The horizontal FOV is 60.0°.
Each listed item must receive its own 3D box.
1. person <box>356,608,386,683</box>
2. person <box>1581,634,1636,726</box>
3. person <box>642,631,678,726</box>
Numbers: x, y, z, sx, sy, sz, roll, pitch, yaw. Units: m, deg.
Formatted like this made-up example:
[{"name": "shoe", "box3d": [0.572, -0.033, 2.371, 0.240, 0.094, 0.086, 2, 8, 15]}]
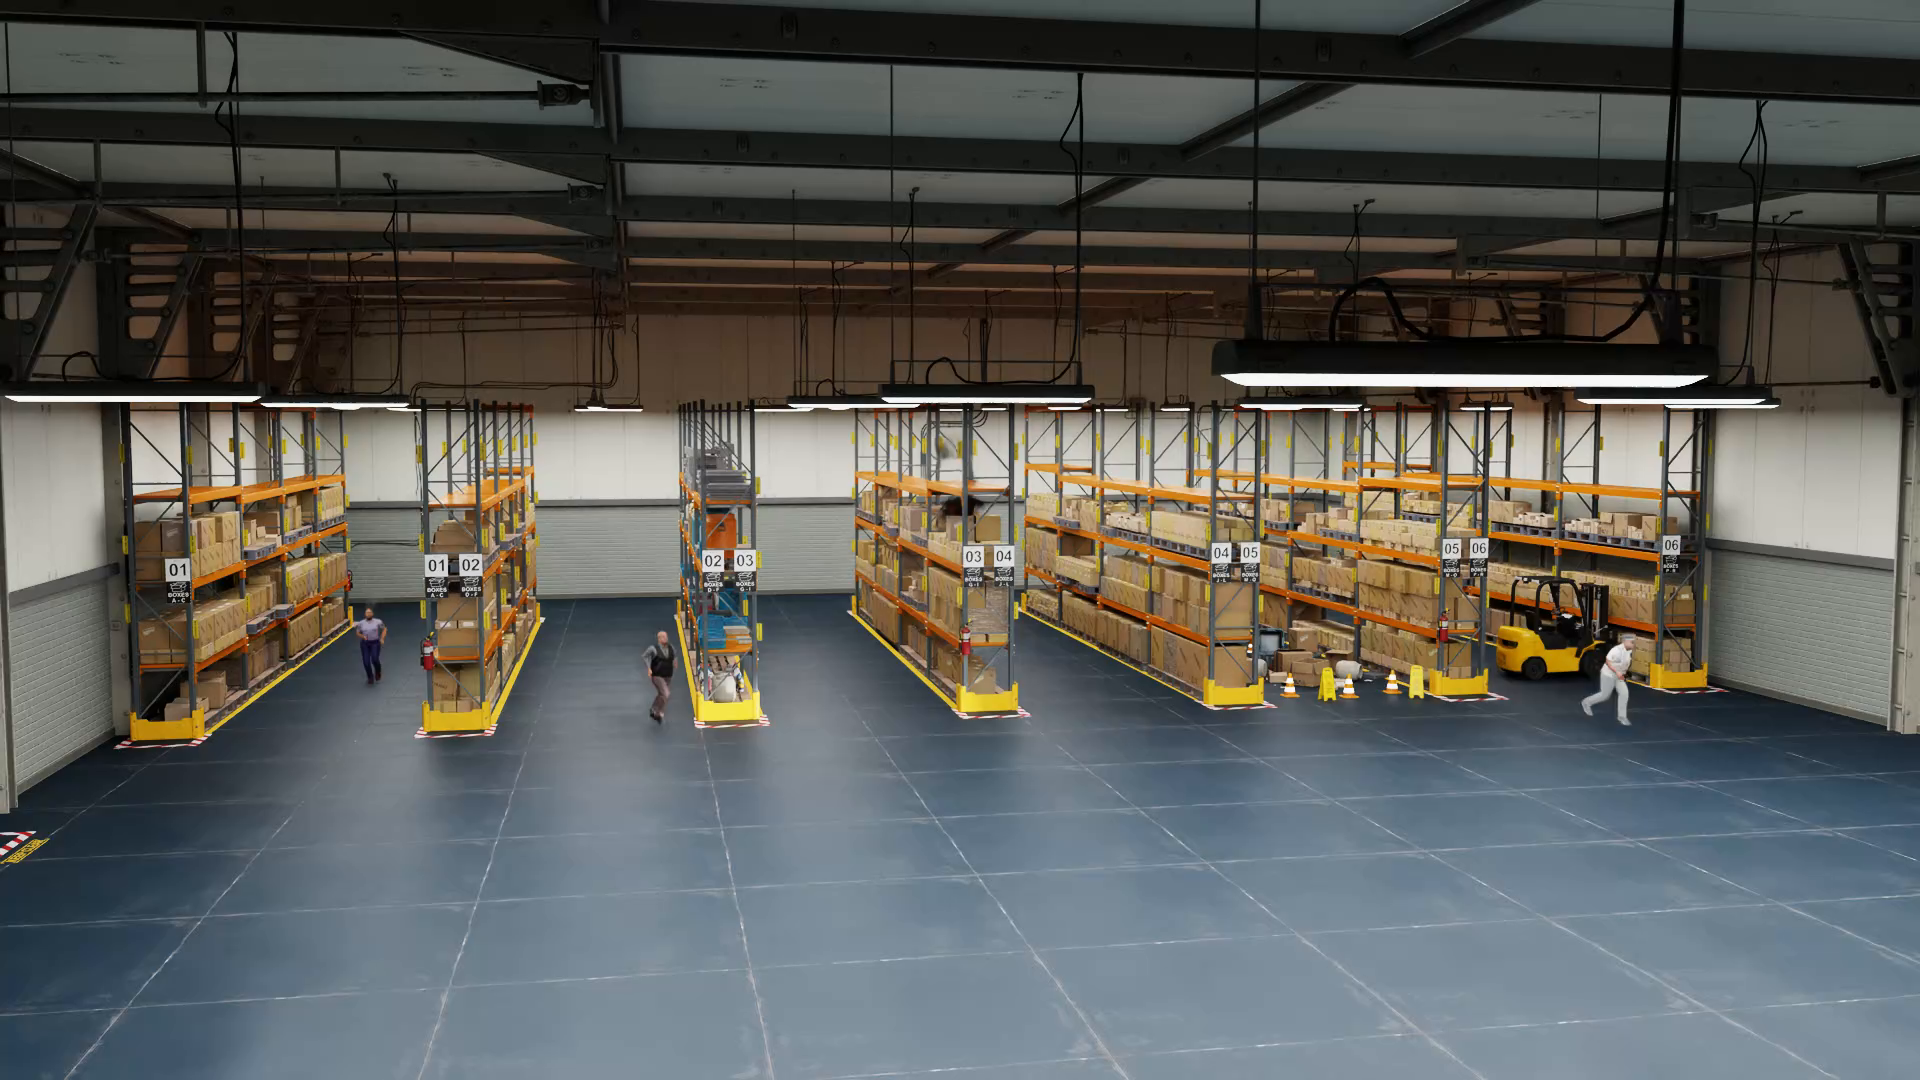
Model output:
[{"name": "person", "box3d": [-12.521, 2.250, 35.331, 0.592, 1.609, 0.577, -1, 4, -11]}, {"name": "person", "box3d": [12.096, 2.571, 31.007, 0.693, 1.720, 1.008, -4, 6, -44]}, {"name": "person", "box3d": [-5.503, 2.561, 30.718, 0.783, 1.771, 0.638, 4, 6, 44]}]
